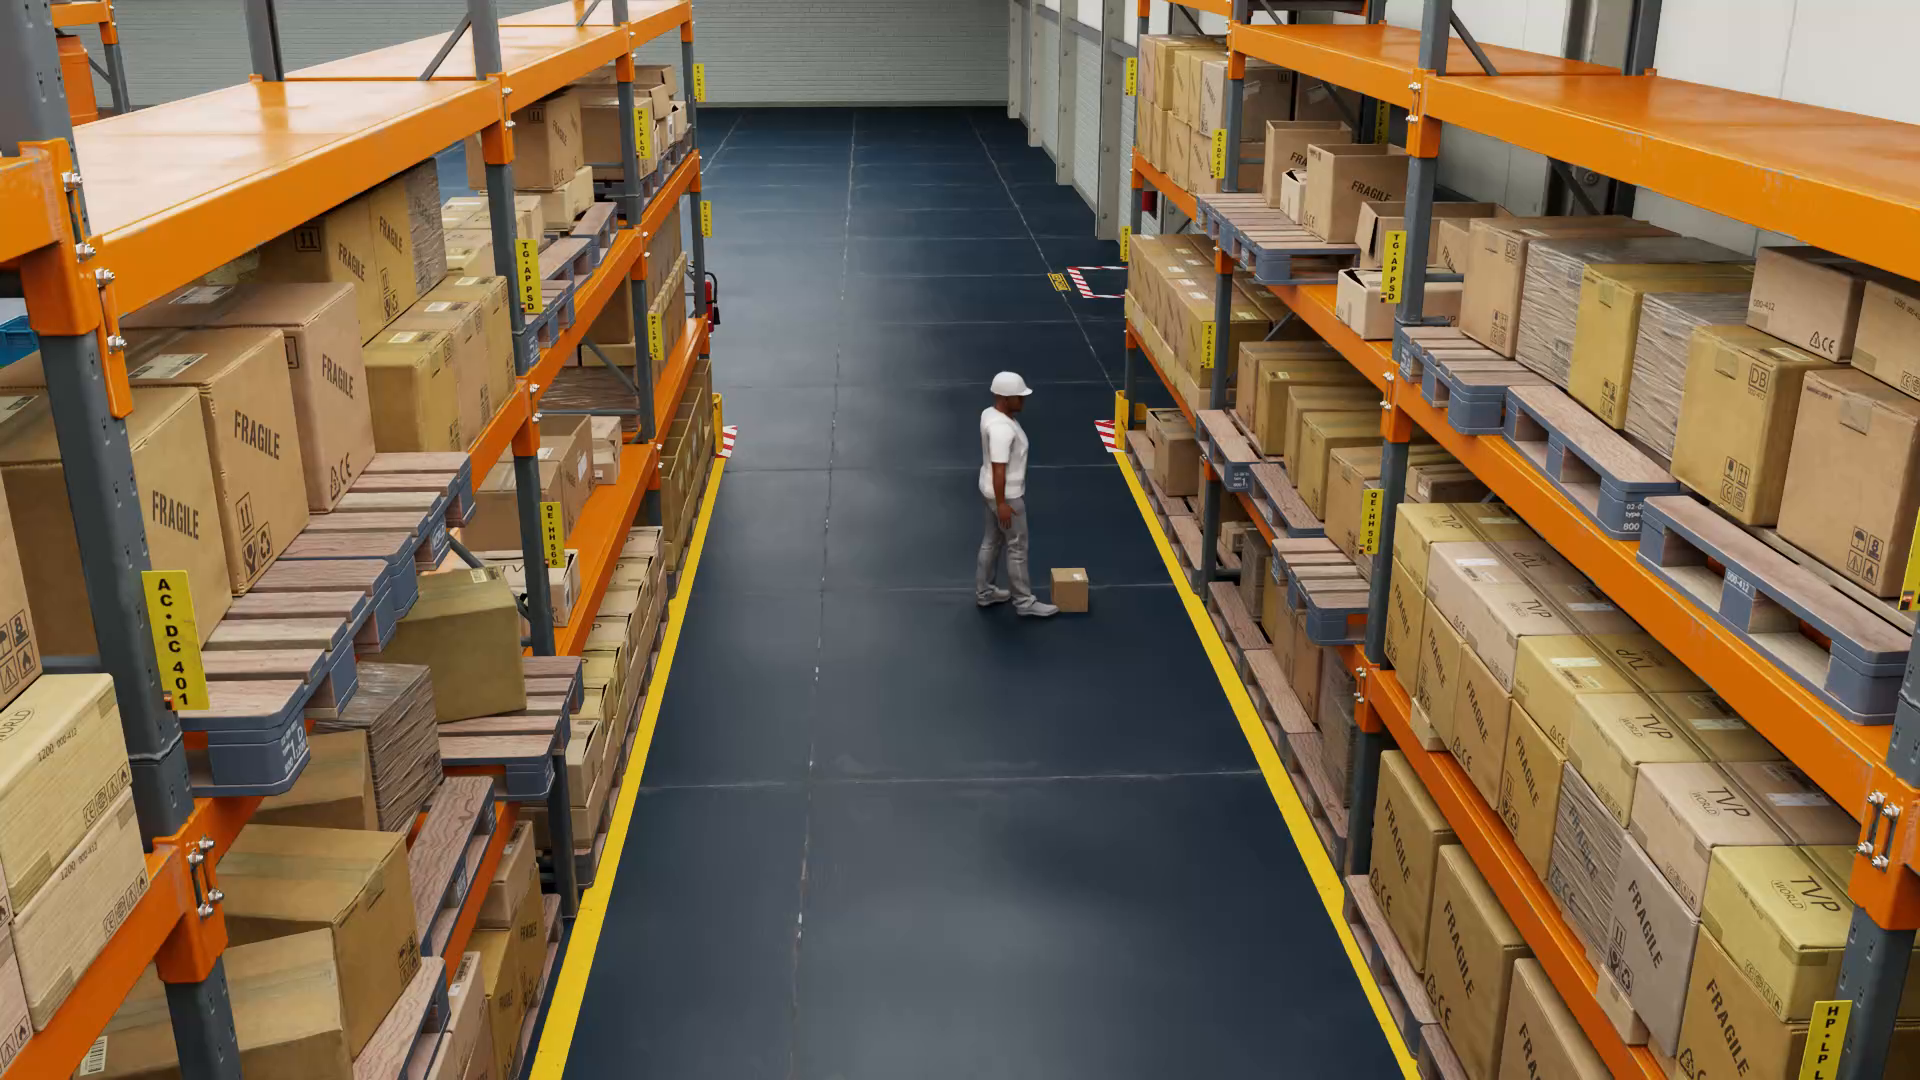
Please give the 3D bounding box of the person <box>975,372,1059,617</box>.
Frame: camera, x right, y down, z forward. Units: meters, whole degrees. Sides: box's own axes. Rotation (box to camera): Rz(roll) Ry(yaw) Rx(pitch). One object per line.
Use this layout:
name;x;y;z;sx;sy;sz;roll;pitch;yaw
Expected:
person;0.404;-0.341;11.926;0.570;1.764;0.630;-3;20;-8
